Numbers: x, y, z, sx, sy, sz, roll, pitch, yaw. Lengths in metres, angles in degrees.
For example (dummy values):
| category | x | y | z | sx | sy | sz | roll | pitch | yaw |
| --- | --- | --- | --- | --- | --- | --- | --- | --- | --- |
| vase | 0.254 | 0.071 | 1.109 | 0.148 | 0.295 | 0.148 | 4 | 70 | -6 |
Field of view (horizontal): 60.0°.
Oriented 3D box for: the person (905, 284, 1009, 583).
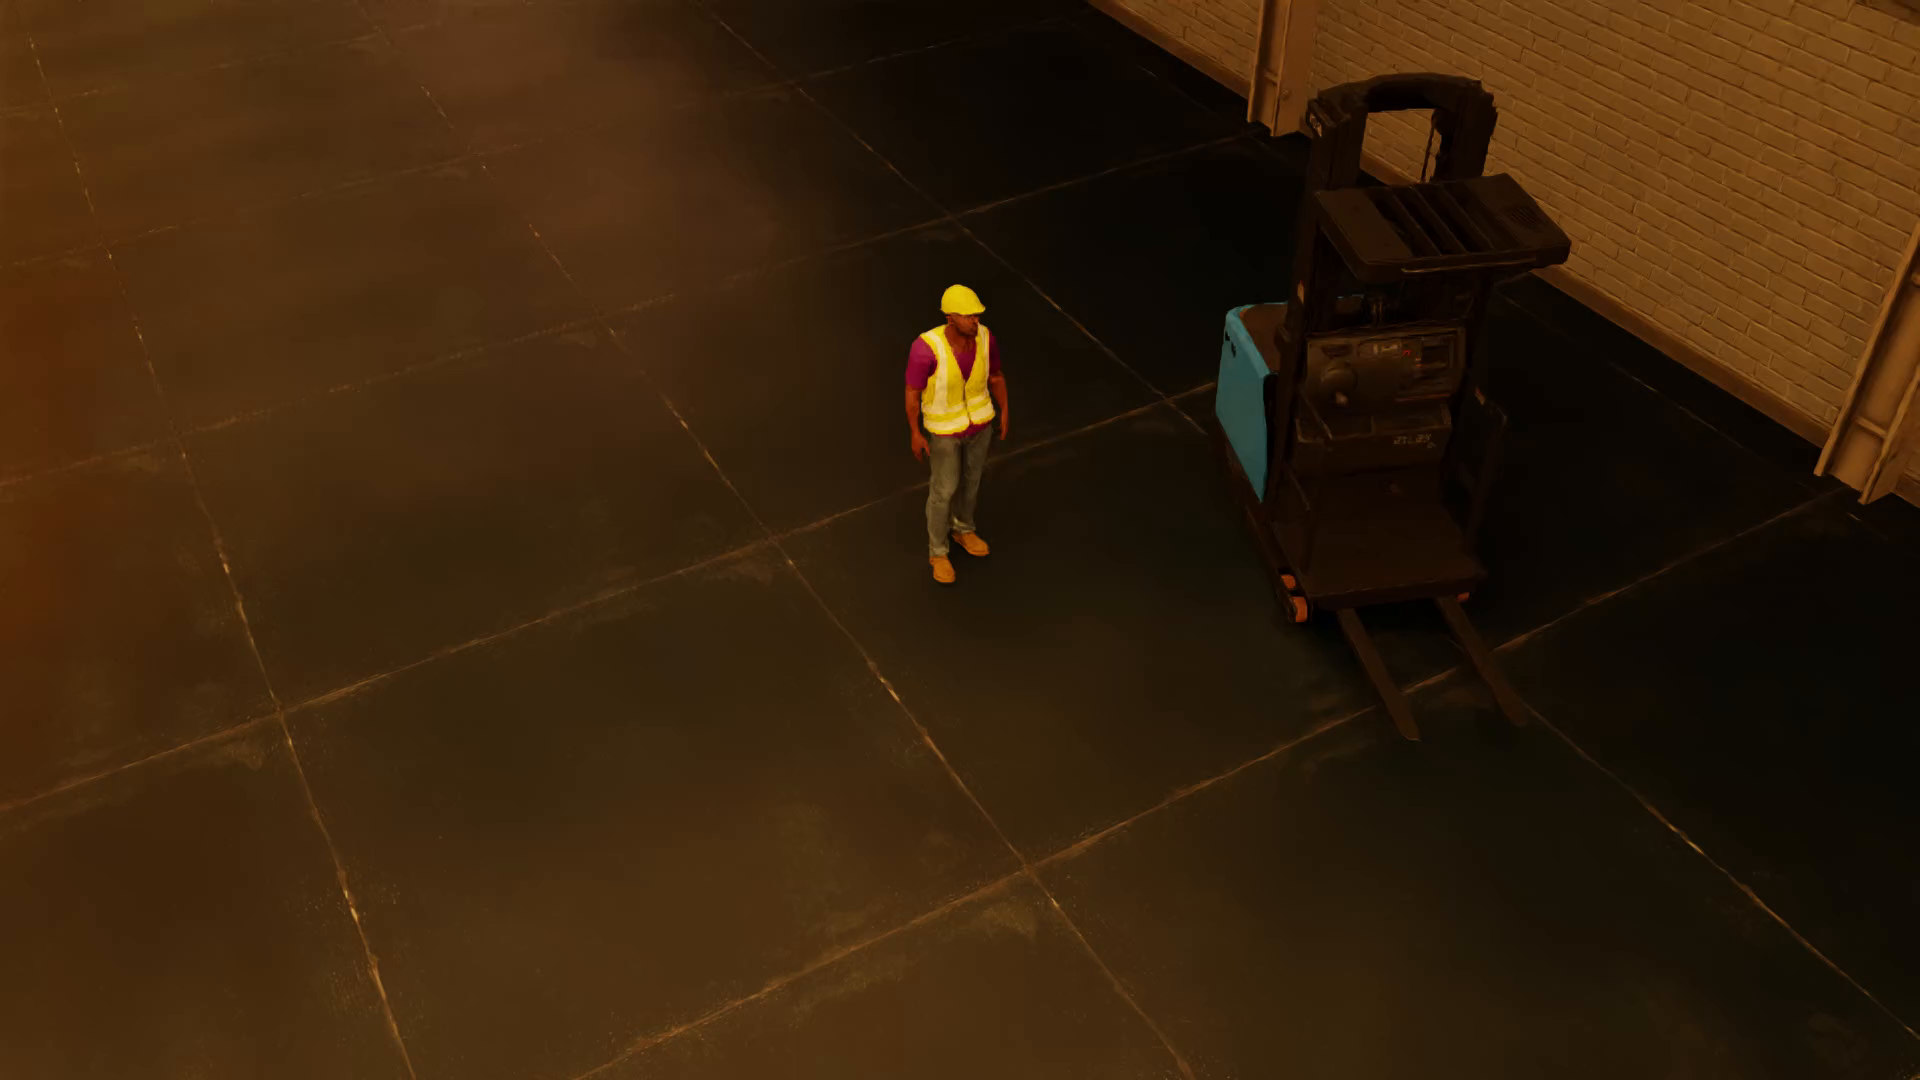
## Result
| category | x | y | z | sx | sy | sz | roll | pitch | yaw |
| --- | --- | --- | --- | --- | --- | --- | --- | --- | --- |
| person | 0.030 | -0.645 | 9.715 | 0.665 | 1.766 | 0.576 | -20 | 44 | -23 |

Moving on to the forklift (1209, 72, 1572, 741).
| category | x | y | z | sx | sy | sz | roll | pitch | yaw |
| --- | --- | --- | --- | --- | --- | --- | --- | --- | --- |
| forklift | 2.414 | -0.894 | 9.114 | 1.130 | 2.935 | 3.031 | -7 | 40 | -8 |
